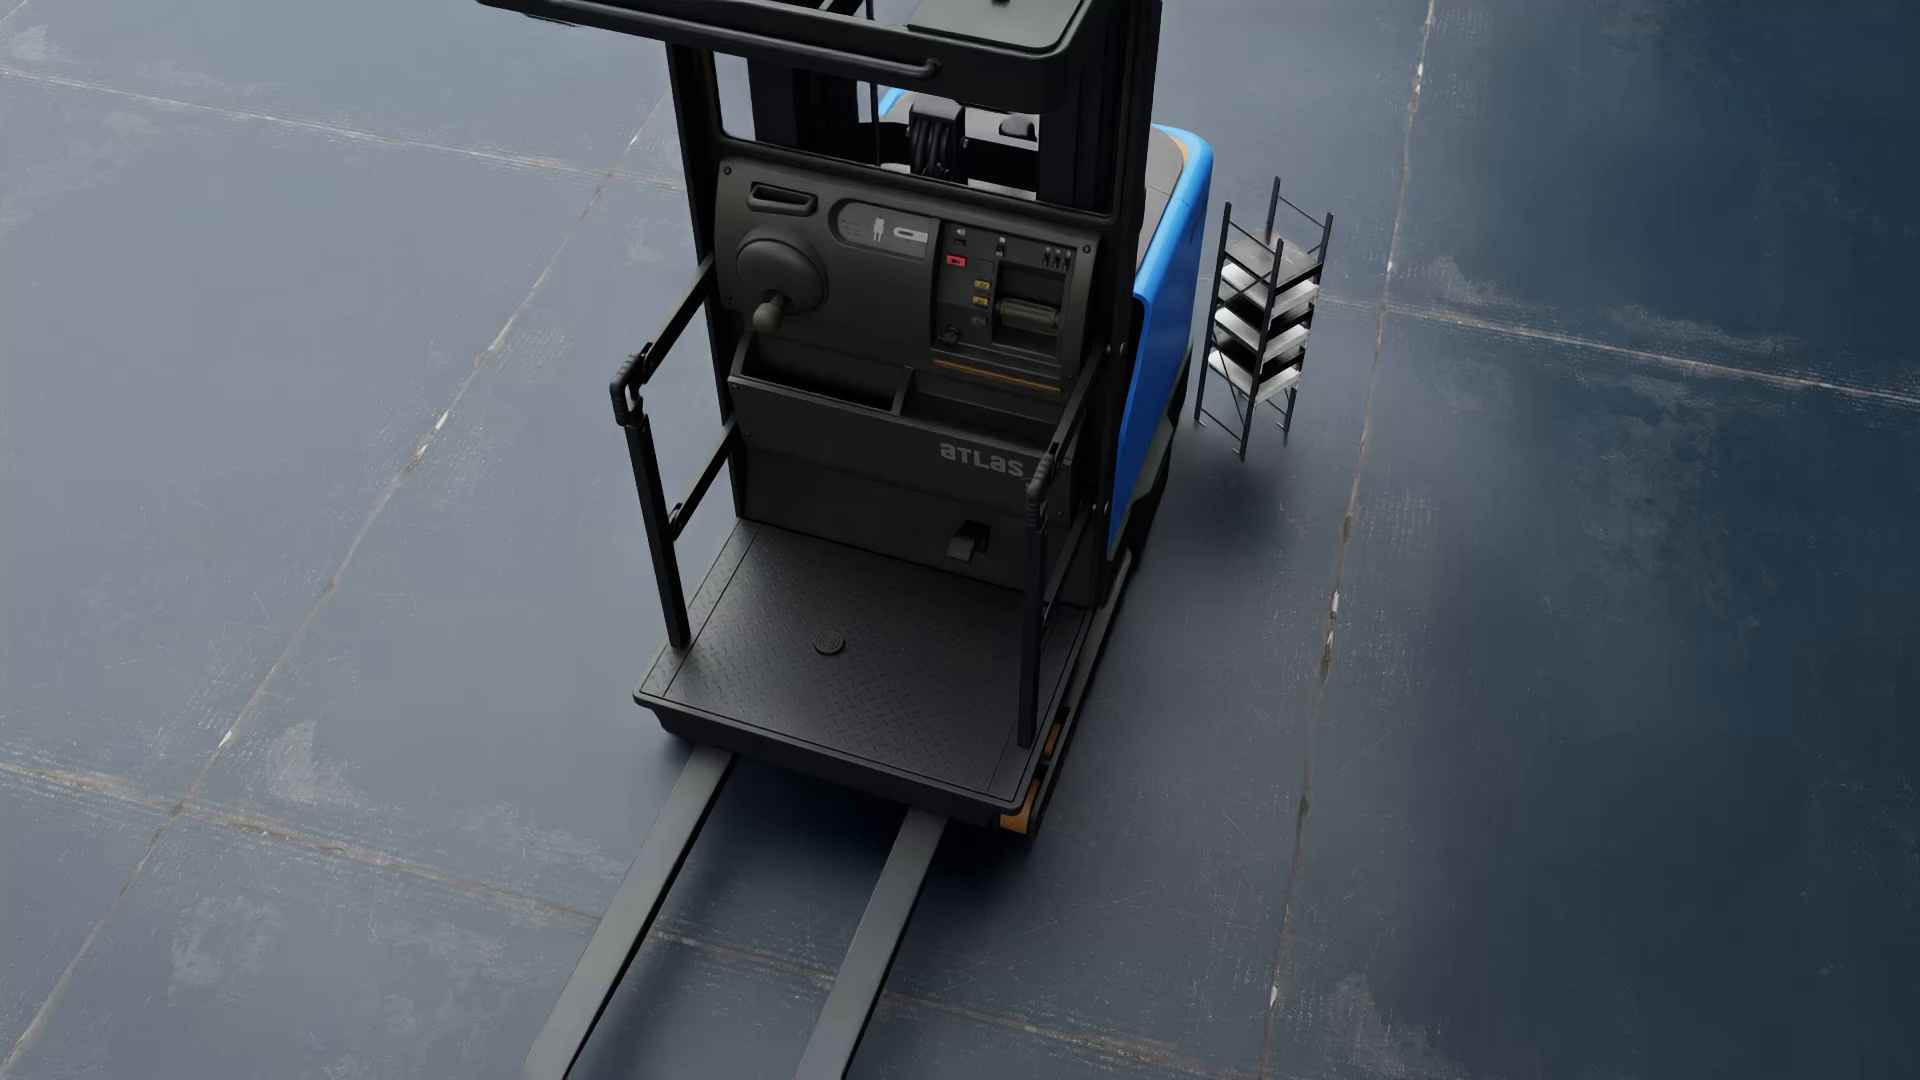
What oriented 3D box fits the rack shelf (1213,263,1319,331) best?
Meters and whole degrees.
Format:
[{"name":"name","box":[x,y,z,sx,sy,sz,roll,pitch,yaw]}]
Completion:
[{"name":"rack shelf","box":[0.945,-0.782,5.144,0.200,0.077,0.258,-30,55,-24]}]

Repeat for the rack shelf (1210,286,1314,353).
[{"name":"rack shelf","box":[0.945,-0.723,5.212,0.200,0.077,0.258,-30,55,-24]}]

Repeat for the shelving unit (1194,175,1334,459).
[{"name":"shelving unit","box":[0.945,-0.685,5.254,0.210,0.900,0.258,-30,55,-24]}]

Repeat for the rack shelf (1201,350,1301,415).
[{"name":"rack shelf","box":[0.945,-0.544,5.414,0.200,0.077,0.258,-30,55,-24]}]

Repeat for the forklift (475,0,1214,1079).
[{"name":"forklift","box":[-0.208,-0.524,3.758,1.130,2.935,3.031,15,50,13]}]

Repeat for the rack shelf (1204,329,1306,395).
[{"name":"rack shelf","box":[0.945,-0.603,5.347,0.200,0.077,0.258,-30,55,-24]}]

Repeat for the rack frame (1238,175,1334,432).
[{"name":"rack frame","box":[1.026,-0.731,5.295,0.006,0.900,0.240,-30,55,-24]}]

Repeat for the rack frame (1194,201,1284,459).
[{"name":"rack frame","box":[0.864,-0.639,5.214,0.006,0.900,0.240,-30,55,-24]}]

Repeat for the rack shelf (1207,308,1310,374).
[{"name":"rack shelf","box":[0.945,-0.663,5.279,0.200,0.077,0.258,-30,55,-24]}]

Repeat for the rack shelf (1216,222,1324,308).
[{"name":"rack shelf","box":[0.945,-0.842,5.077,0.200,0.077,0.258,-30,55,-24]}]
